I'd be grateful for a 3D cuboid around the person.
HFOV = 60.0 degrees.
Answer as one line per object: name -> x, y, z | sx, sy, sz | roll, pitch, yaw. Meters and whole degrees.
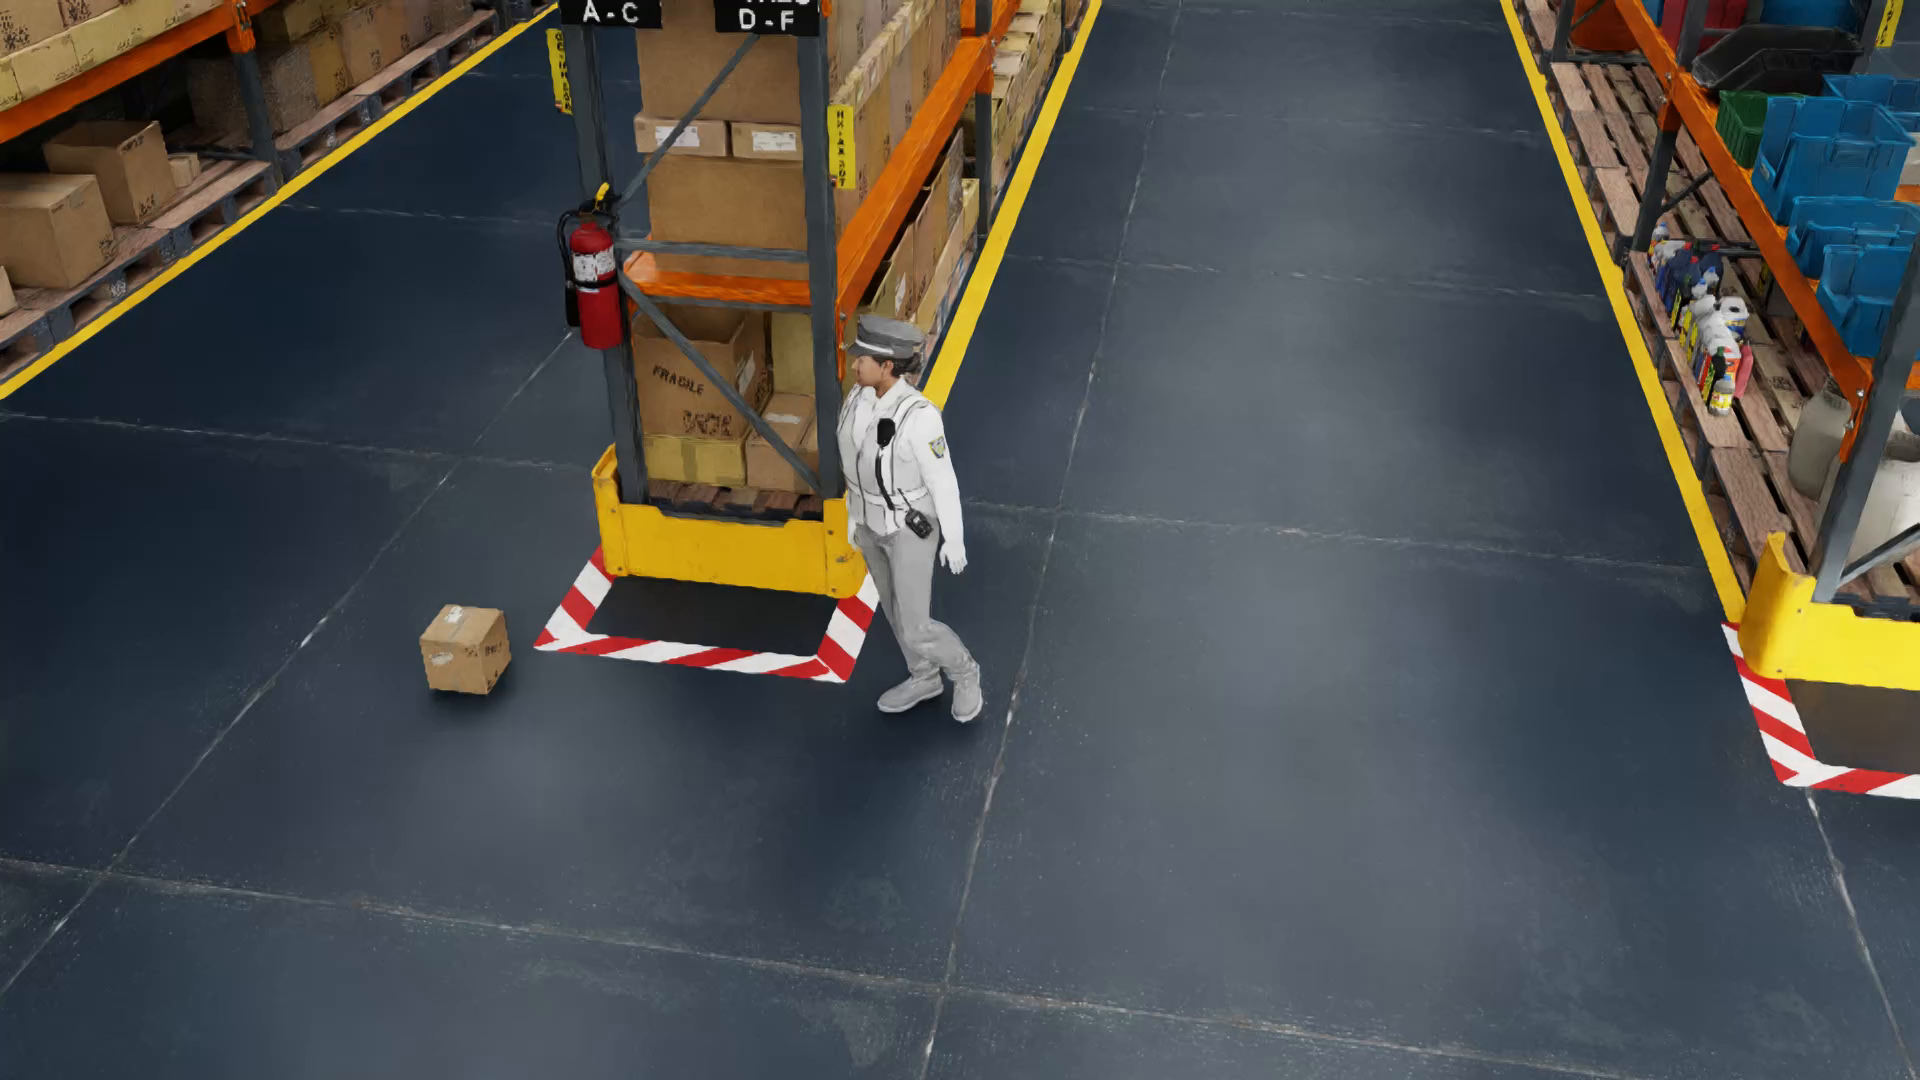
person -> -0.177, -0.061, 6.202 | 0.447, 1.670, 0.593 | -25, 40, -33
